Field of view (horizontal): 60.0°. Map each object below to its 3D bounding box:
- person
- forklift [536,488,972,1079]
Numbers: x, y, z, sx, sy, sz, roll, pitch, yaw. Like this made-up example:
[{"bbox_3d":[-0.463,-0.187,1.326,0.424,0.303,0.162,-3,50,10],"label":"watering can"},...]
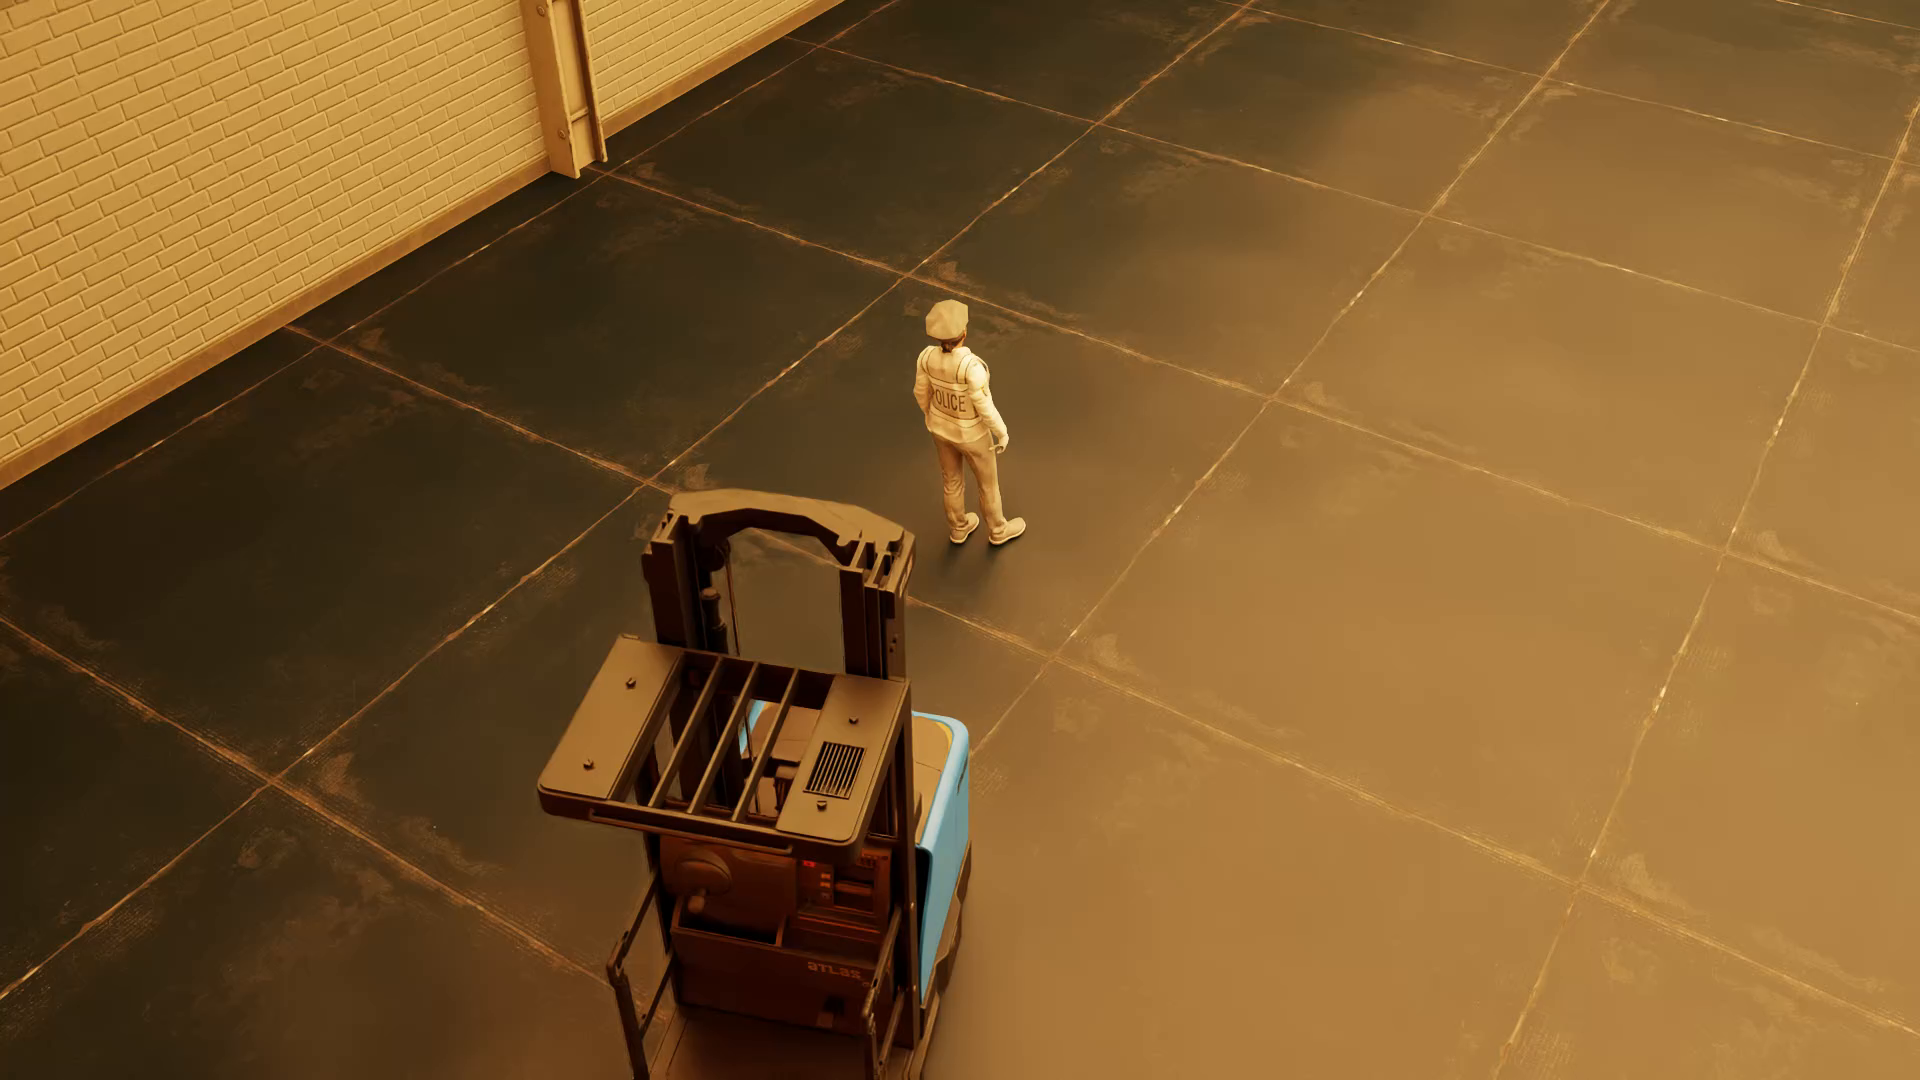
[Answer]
[{"bbox_3d":[0.042,-0.687,9.723,0.588,1.695,0.531,22,45,24],"label":"person"},{"bbox_3d":[-0.767,1.385,6.332,1.130,2.935,3.031,8,41,10],"label":"forklift"}]
